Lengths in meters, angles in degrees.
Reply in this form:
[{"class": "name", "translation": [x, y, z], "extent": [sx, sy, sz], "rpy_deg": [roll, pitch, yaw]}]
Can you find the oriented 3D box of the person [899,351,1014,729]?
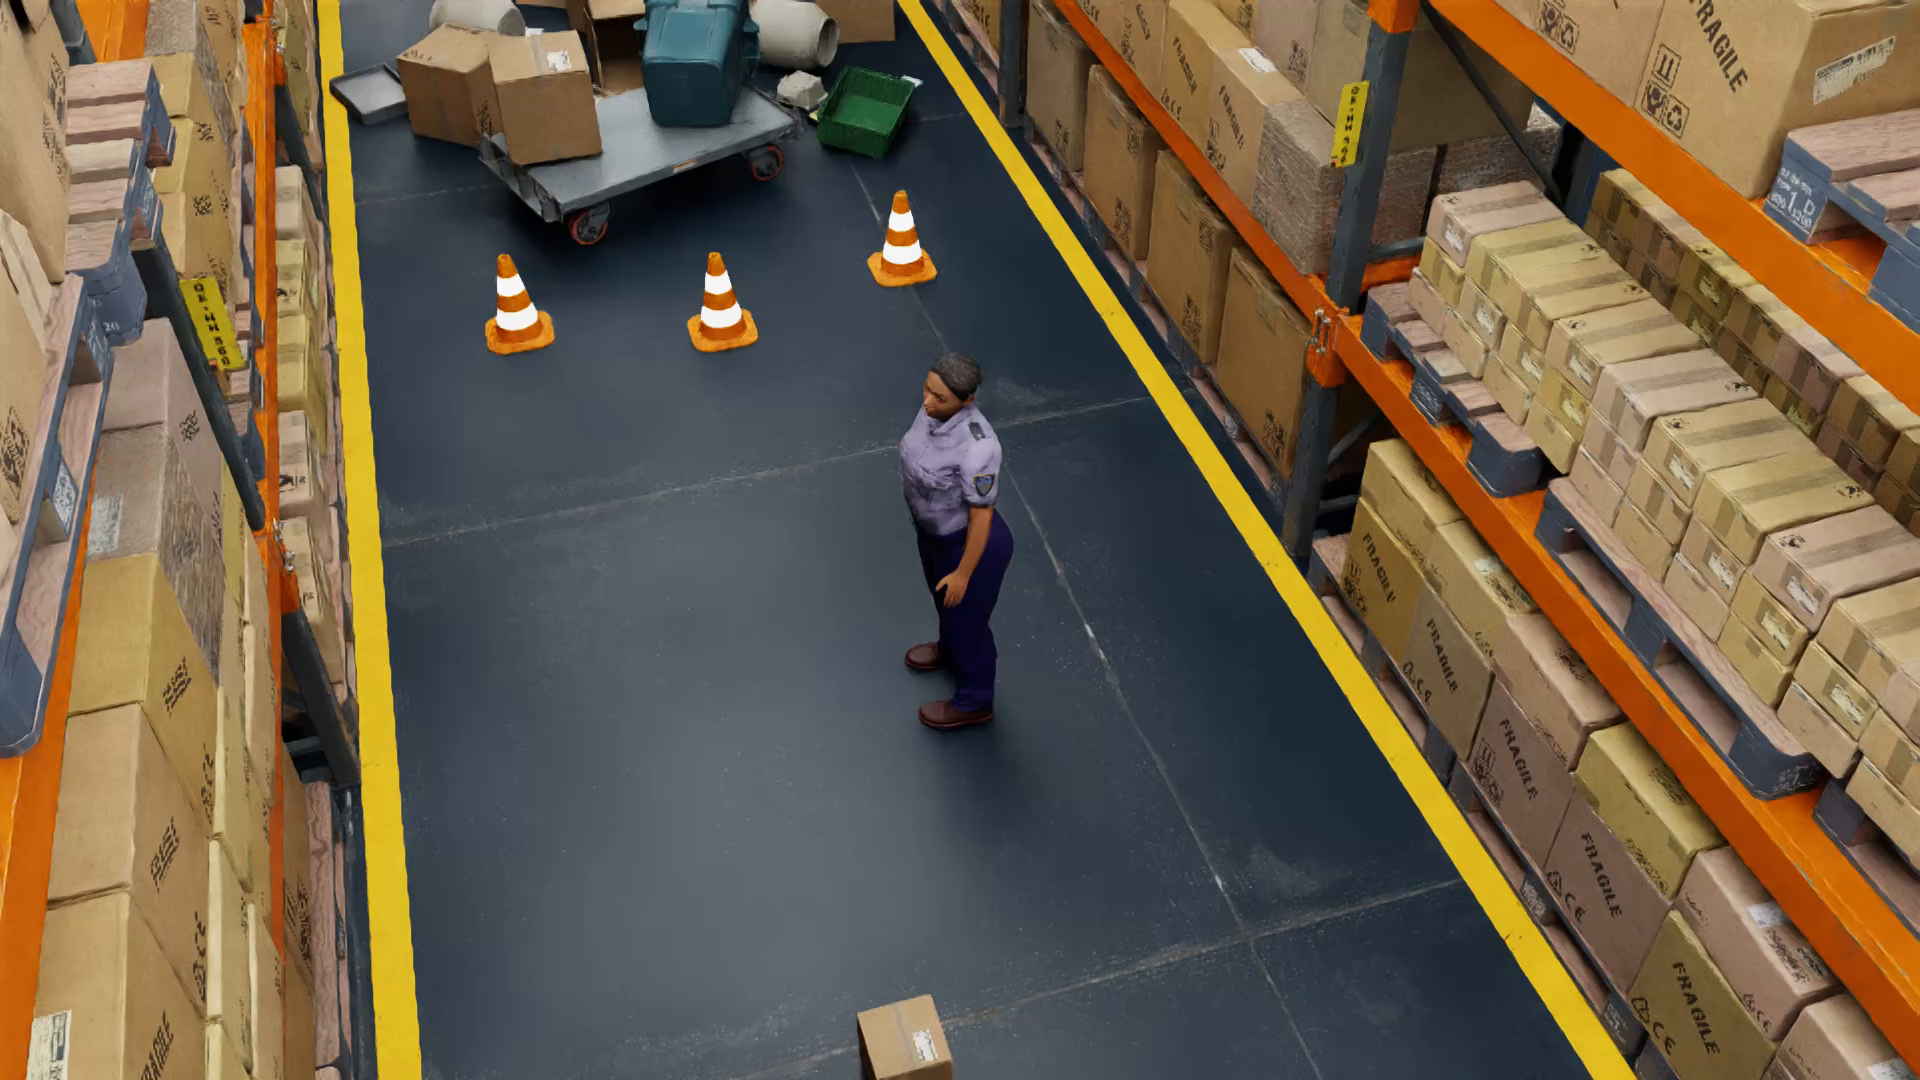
[{"class": "person", "translation": [-0.025, -0.003, 6.145], "extent": [0.379, 1.656, 0.520], "rpy_deg": [-15, 45, -15]}]
